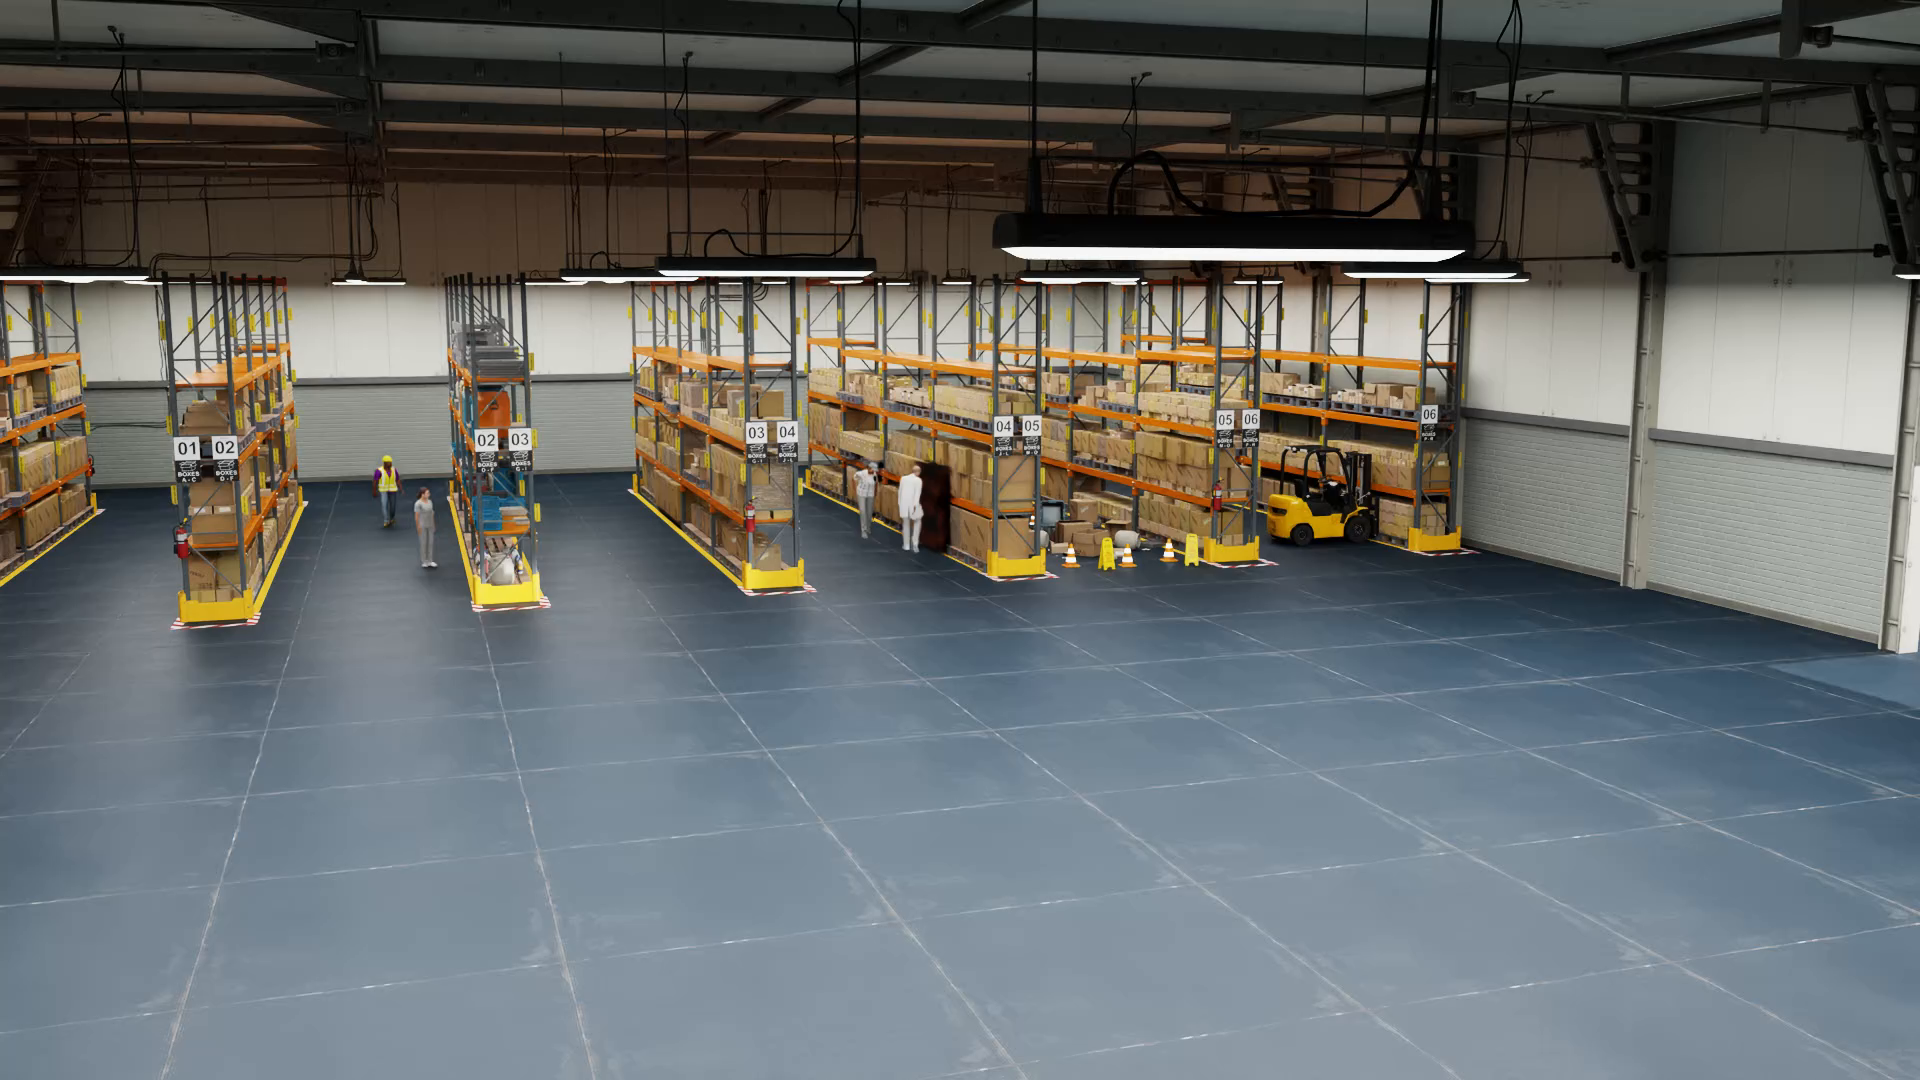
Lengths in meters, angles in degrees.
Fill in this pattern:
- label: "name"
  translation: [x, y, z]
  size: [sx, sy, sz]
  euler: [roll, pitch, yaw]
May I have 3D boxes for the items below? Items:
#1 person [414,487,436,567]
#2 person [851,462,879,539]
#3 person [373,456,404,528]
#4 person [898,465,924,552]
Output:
- label: "person"
  translation: [-11.053, -0.272, 34.332]
  size: [0.377, 1.677, 0.476]
  euler: [7, 11, 38]
- label: "person"
  translation: [-2.112, -0.912, 37.092]
  size: [0.629, 1.681, 0.716]
  euler: [-2, 9, -12]
- label: "person"
  translation: [-13.789, -1.176, 40.104]
  size: [0.727, 1.717, 1.058]
  euler: [-3, 9, -21]
- label: "person"
  translation: [-1.046, -0.630, 34.791]
  size: [0.562, 1.846, 0.536]
  euler: [2, 9, 12]
